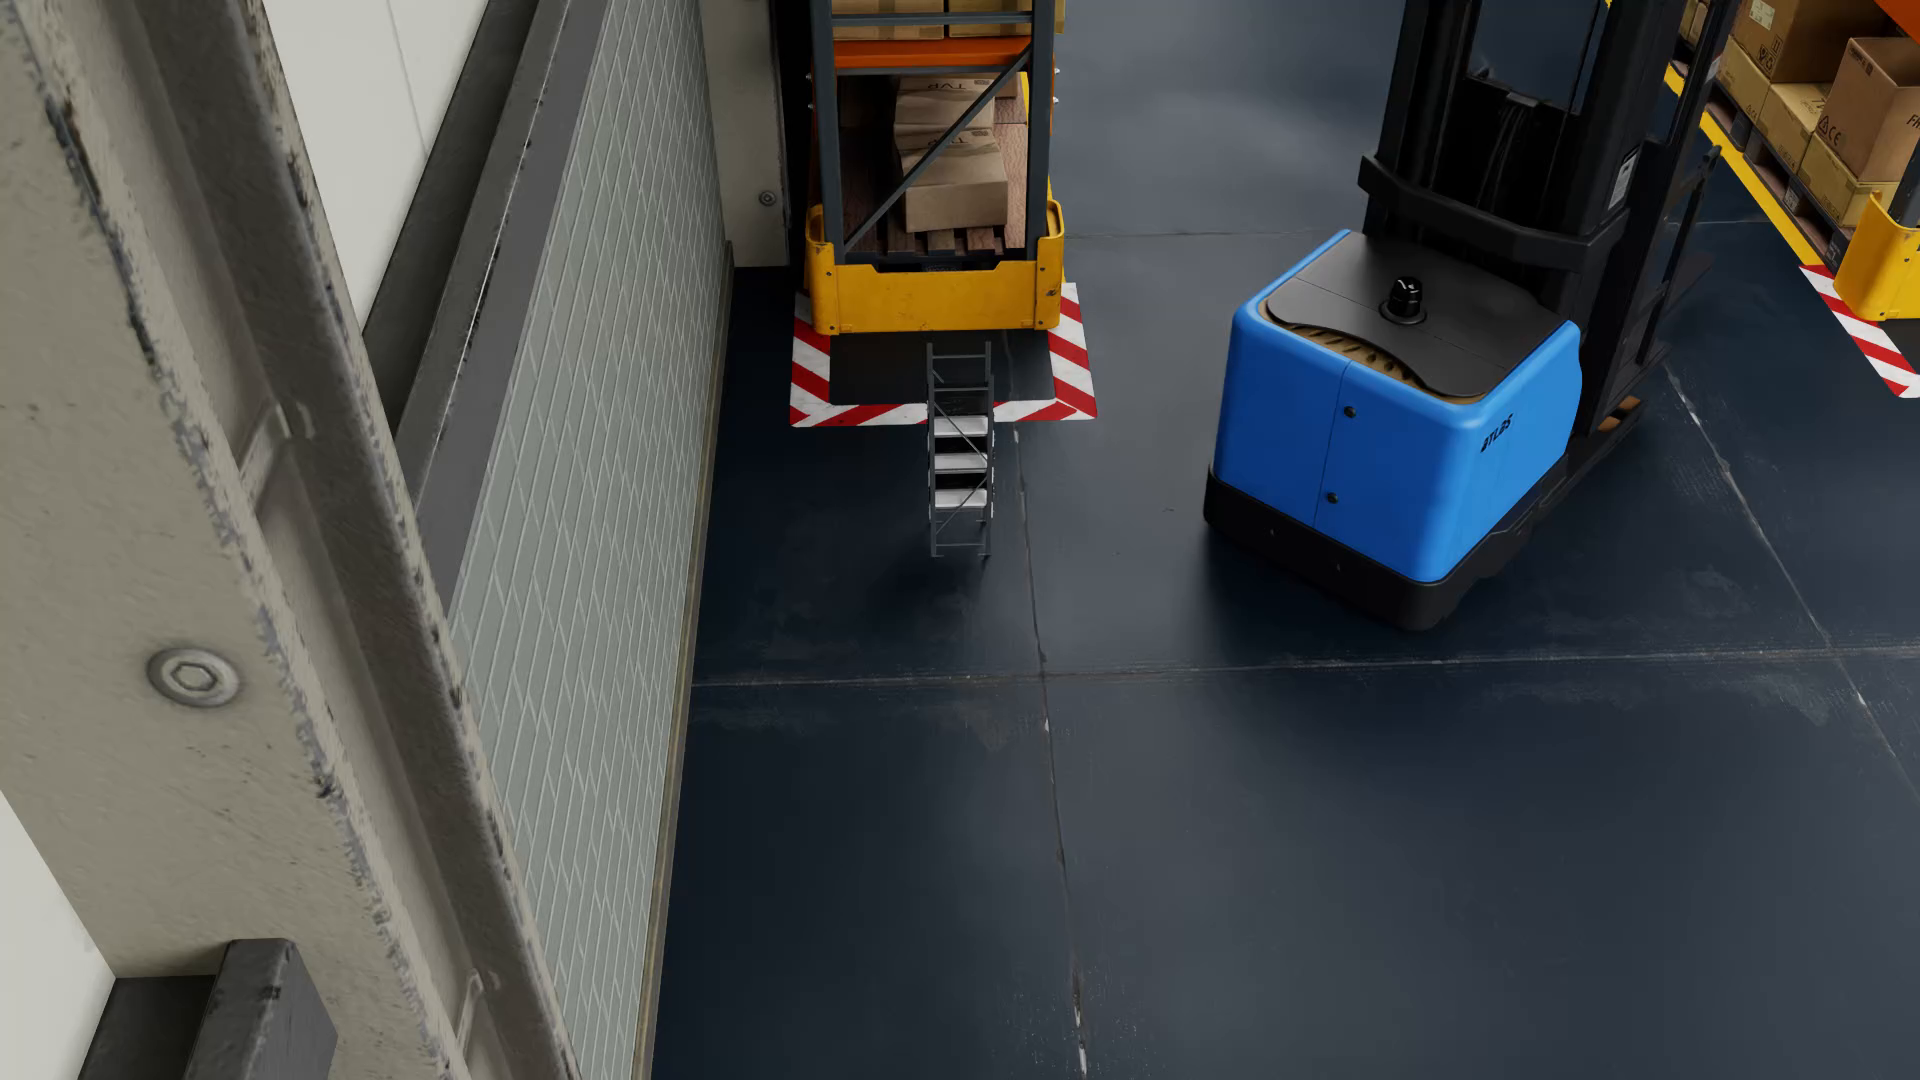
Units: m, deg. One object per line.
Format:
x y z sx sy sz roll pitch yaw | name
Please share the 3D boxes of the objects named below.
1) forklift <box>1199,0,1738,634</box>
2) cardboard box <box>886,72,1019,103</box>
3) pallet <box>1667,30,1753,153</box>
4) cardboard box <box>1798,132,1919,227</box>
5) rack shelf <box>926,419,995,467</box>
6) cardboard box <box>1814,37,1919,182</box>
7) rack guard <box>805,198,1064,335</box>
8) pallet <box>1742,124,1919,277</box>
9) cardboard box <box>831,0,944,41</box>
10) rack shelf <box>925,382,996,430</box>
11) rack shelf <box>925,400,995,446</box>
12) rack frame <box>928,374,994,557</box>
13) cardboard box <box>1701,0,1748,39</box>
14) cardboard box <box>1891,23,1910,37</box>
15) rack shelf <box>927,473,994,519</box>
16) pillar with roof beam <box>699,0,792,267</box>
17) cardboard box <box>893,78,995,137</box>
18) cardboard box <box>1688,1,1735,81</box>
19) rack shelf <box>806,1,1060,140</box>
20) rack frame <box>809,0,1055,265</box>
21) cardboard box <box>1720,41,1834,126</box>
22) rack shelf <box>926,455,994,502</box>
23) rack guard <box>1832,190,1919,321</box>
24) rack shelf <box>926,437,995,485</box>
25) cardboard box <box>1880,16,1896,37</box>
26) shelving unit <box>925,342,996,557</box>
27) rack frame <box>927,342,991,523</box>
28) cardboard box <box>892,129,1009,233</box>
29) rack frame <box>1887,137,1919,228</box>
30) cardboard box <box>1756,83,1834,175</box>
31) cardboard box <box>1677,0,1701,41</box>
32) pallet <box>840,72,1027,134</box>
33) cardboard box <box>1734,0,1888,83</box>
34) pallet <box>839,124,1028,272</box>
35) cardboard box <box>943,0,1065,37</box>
2.322 -1.643 6.373 1.130 2.935 3.031 31 51 29 | forklift
-0.058 -2.739 9.043 0.700 0.500 0.500 -4 43 -4 | cardboard box
4.713 -2.601 9.431 1.003 0.211 1.213 -2 43 -2 | pallet
4.518 -1.786 8.203 0.500 0.250 0.500 -2 43 -2 | cardboard box
0.000 -0.379 6.414 0.258 0.077 0.200 -2 43 -2 | rack shelf
4.516 -2.063 7.950 0.500 0.500 0.500 -2 43 -2 | cardboard box
-0.117 -1.277 7.773 1.175 0.500 0.348 -2 43 -2 | rack guard
4.761 -1.779 8.534 1.003 0.211 1.213 -2 43 -2 | pallet
-0.327 -2.409 7.255 0.500 0.250 0.500 -1 43 -1 | cardboard box
0.000 -0.512 6.292 0.258 0.077 0.200 -2 43 -2 | rack shelf
0.000 -0.445 6.353 0.258 0.077 0.200 -2 43 -2 | rack shelf
0.004 -0.269 6.377 0.240 0.900 0.006 -2 43 -2 | rack frame
4.438 -3.075 9.054 0.500 0.500 0.500 -2 43 -2 | cardboard box
5.012 -2.415 8.334 0.500 0.500 0.500 -2 43 -2 | cardboard box
0.000 -0.180 6.596 0.258 0.077 0.200 -2 43 -2 | rack shelf
3.294 -4.930 5.469 9.100 9.000 0.400 -2 43 -2 | pillar with roof beam
-0.077 -2.173 8.565 0.500 0.311 0.500 2 43 2 | cardboard box
4.442 -2.799 9.308 0.500 0.250 0.500 -2 43 -2 | cardboard box
-0.198 -3.232 8.589 1.077 0.370 4.000 -2 43 -2 | rack shelf
-0.113 -2.147 6.872 1.000 3.000 0.127 -2 43 -2 | rack frame
4.461 -2.461 8.939 0.500 0.250 0.500 -2 43 -2 | cardboard box
0.000 -0.246 6.535 0.258 0.077 0.200 -2 43 -2 | rack shelf
4.837 -1.354 7.857 1.175 0.500 0.348 -2 43 -2 | rack guard
0.000 -0.313 6.474 0.258 0.077 0.200 -2 43 -2 | rack shelf
4.978 -2.752 8.702 0.500 0.500 0.500 -2 43 -2 | cardboard box
0.000 -0.337 6.452 0.258 0.900 0.210 -2 43 -2 | shelving unit
-0.005 -0.406 6.527 0.240 0.900 0.006 -2 43 -2 | rack frame
-0.053 -1.788 8.145 0.500 0.311 0.500 -6 43 -7 | cardboard box
4.836 -2.292 7.030 1.000 3.000 0.127 -2 43 -2 | rack frame
4.484 -2.124 8.571 0.500 0.250 0.500 -2 43 -2 | cardboard box
4.415 -3.136 9.676 0.500 0.250 0.500 -2 43 -2 | cardboard box
-0.165 -2.542 9.366 1.003 0.211 1.213 -2 43 -2 | pallet
4.458 -2.738 8.686 0.500 0.500 0.500 -2 43 -2 | cardboard box
-0.116 -1.720 8.470 1.003 0.211 1.213 -2 43 -2 | pallet
0.183 -2.438 7.286 0.500 0.250 0.500 -3 43 -3 | cardboard box
